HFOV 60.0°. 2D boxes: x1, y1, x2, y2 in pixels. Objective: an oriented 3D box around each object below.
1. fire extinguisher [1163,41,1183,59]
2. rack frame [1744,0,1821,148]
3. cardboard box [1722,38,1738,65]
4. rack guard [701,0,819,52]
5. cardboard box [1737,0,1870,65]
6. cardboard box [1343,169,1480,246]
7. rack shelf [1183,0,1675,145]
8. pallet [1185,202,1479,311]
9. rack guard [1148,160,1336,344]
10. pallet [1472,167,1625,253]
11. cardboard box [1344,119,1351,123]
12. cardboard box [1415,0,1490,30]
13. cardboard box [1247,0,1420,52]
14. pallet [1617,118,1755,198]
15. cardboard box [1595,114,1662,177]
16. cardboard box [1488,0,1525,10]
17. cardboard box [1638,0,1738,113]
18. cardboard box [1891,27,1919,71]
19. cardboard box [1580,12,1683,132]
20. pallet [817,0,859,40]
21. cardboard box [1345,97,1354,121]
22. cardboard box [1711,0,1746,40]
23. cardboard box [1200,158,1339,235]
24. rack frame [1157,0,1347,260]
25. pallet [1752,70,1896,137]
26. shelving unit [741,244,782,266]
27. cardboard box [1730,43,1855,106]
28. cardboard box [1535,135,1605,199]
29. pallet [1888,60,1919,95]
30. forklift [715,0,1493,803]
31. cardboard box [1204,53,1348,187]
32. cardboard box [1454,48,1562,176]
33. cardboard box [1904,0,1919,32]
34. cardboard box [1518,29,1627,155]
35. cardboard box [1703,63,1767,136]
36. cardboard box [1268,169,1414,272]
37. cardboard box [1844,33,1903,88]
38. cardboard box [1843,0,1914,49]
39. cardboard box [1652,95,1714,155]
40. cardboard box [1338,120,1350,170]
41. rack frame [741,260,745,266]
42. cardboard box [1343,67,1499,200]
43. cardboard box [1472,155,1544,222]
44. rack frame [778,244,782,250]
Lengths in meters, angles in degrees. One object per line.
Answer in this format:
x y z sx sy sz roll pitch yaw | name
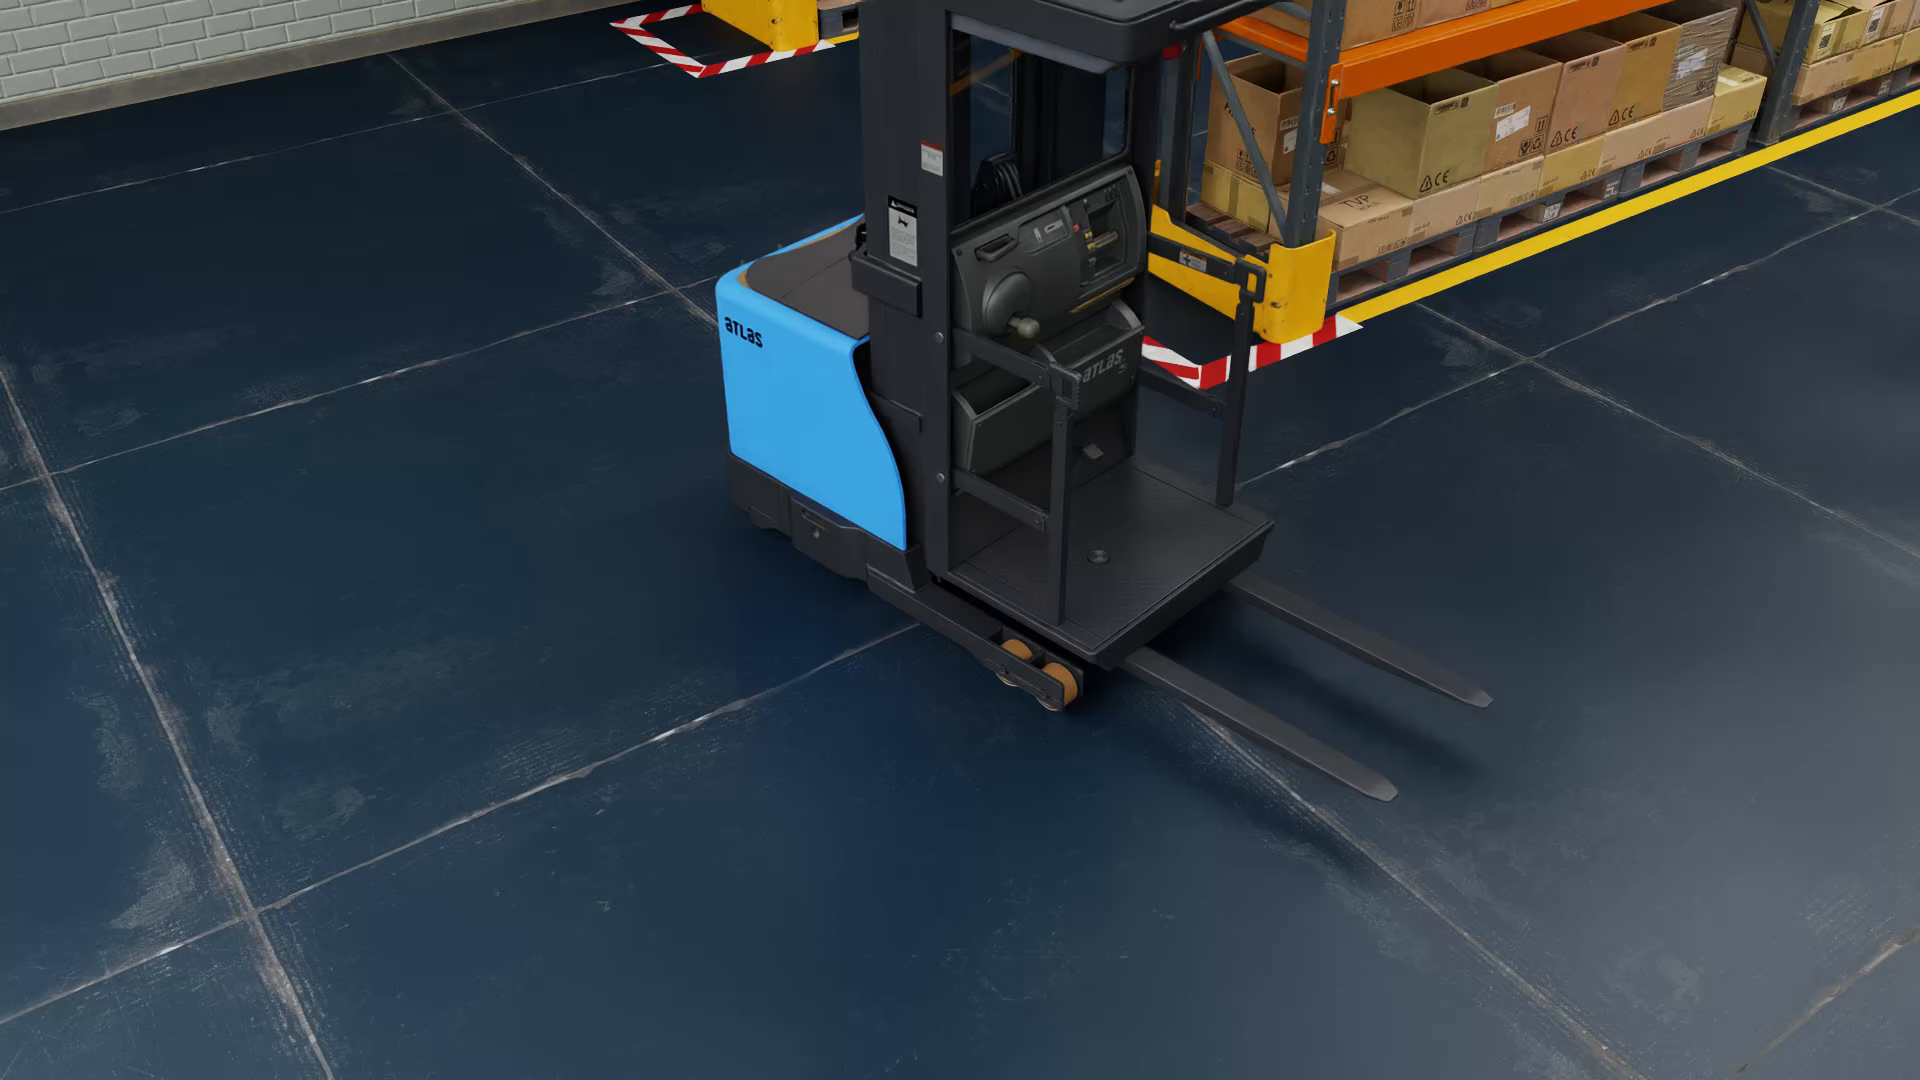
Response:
0.998 -2.650 7.932 0.183 0.674 0.296 -22 41 -28 | fire extinguisher
4.632 -3.845 9.527 0.127 3.000 1.000 -22 41 -28 | rack frame
4.804 -3.177 10.594 0.500 0.250 0.500 -23 42 -28 | cardboard box
-1.432 -3.873 11.707 0.348 0.500 1.175 -22 41 -28 | rack guard
5.113 -3.147 10.072 0.500 0.311 0.500 -22 41 -28 | cardboard box
2.335 -1.798 8.676 0.500 0.250 0.500 -22 41 -28 | cardboard box
2.997 -2.880 8.802 4.000 0.370 1.077 -22 41 -28 | rack shelf
1.963 -1.645 8.856 1.213 0.211 1.003 -22 41 -28 | pallet
1.343 -1.477 8.375 0.348 0.500 1.175 -22 41 -28 | rack guard
2.960 -2.053 9.423 1.213 0.211 1.003 -22 41 -28 | pallet
2.440 -2.218 9.260 0.500 0.250 0.500 -22 41 -28 | cardboard box
2.178 -2.870 8.086 0.500 0.500 0.700 -21 41 -27 | cardboard box
1.751 -2.691 7.837 0.500 0.500 0.700 -22 41 -28 | cardboard box
3.958 -2.466 9.997 1.213 0.211 1.003 -22 41 -28 | pallet
3.564 -2.300 9.375 0.500 0.250 0.500 -22 41 -28 | cardboard box
2.587 -3.034 8.314 0.500 0.500 0.700 -22 41 -28 | cardboard box
3.963 -2.781 9.401 0.500 0.500 0.500 -22 41 -28 | cardboard box
5.945 -3.264 10.714 0.500 0.250 0.500 -24 42 -29 | cardboard box
3.557 -2.611 9.164 0.500 0.500 0.500 -22 41 -28 | cardboard box
-0.748 -4.013 12.148 1.213 0.211 1.003 -22 41 -28 | pallet
2.438 -2.524 9.044 0.500 0.500 0.500 -22 41 -28 | cardboard box
4.798 -3.400 10.423 0.500 0.311 0.500 -22 41 -28 | cardboard box
1.630 -1.875 8.784 0.500 0.250 0.500 -22 41 -28 | cardboard box
1.362 -2.500 7.657 0.127 3.000 1.000 -22 41 -28 | rack frame
5.212 -2.980 10.712 1.213 0.211 1.003 -22 41 -28 | pallet
-0.737 -0.774 7.055 0.258 0.900 0.210 29 44 34 | shelving unit
5.104 -2.917 10.232 0.500 0.250 0.500 -23 42 -29 | cardboard box
3.156 -2.132 9.140 0.500 0.250 0.500 -22 41 -28 | cardboard box
6.210 -3.392 11.286 1.213 0.211 1.003 -22 41 -28 | pallet
0.472 -0.931 5.535 3.031 2.935 1.130 29 45 34 | forklift
1.629 -2.181 8.566 0.500 0.500 0.500 -22 41 -28 | cardboard box
2.738 -2.276 8.698 0.500 0.500 0.500 -22 41 -28 | cardboard box
5.948 -3.488 10.545 0.500 0.311 0.500 -24 42 -29 | cardboard box
3.156 -2.436 8.921 0.500 0.500 0.500 -22 41 -28 | cardboard box
4.379 -2.639 9.846 0.500 0.250 0.500 -22 41 -28 | cardboard box
1.929 -1.628 8.440 0.500 0.250 0.500 -22 41 -28 | cardboard box
5.523 -3.088 10.470 0.500 0.250 0.500 -21 41 -27 | cardboard box
5.525 -3.313 10.302 0.500 0.311 0.500 -23 42 -28 | cardboard box
3.964 -2.476 9.618 0.500 0.250 0.500 -22 41 -28 | cardboard box
2.032 -2.049 9.025 0.500 0.250 0.500 -22 41 -28 | cardboard box
-0.807 -0.731 6.995 0.240 0.900 0.006 29 44 34 | rack frame
2.336 -2.102 8.456 0.500 0.500 0.500 -22 41 -28 | cardboard box
2.744 -1.966 8.910 0.500 0.250 0.500 -22 41 -28 | cardboard box
-0.668 -0.817 7.115 0.240 0.900 0.006 29 44 34 | rack frame
